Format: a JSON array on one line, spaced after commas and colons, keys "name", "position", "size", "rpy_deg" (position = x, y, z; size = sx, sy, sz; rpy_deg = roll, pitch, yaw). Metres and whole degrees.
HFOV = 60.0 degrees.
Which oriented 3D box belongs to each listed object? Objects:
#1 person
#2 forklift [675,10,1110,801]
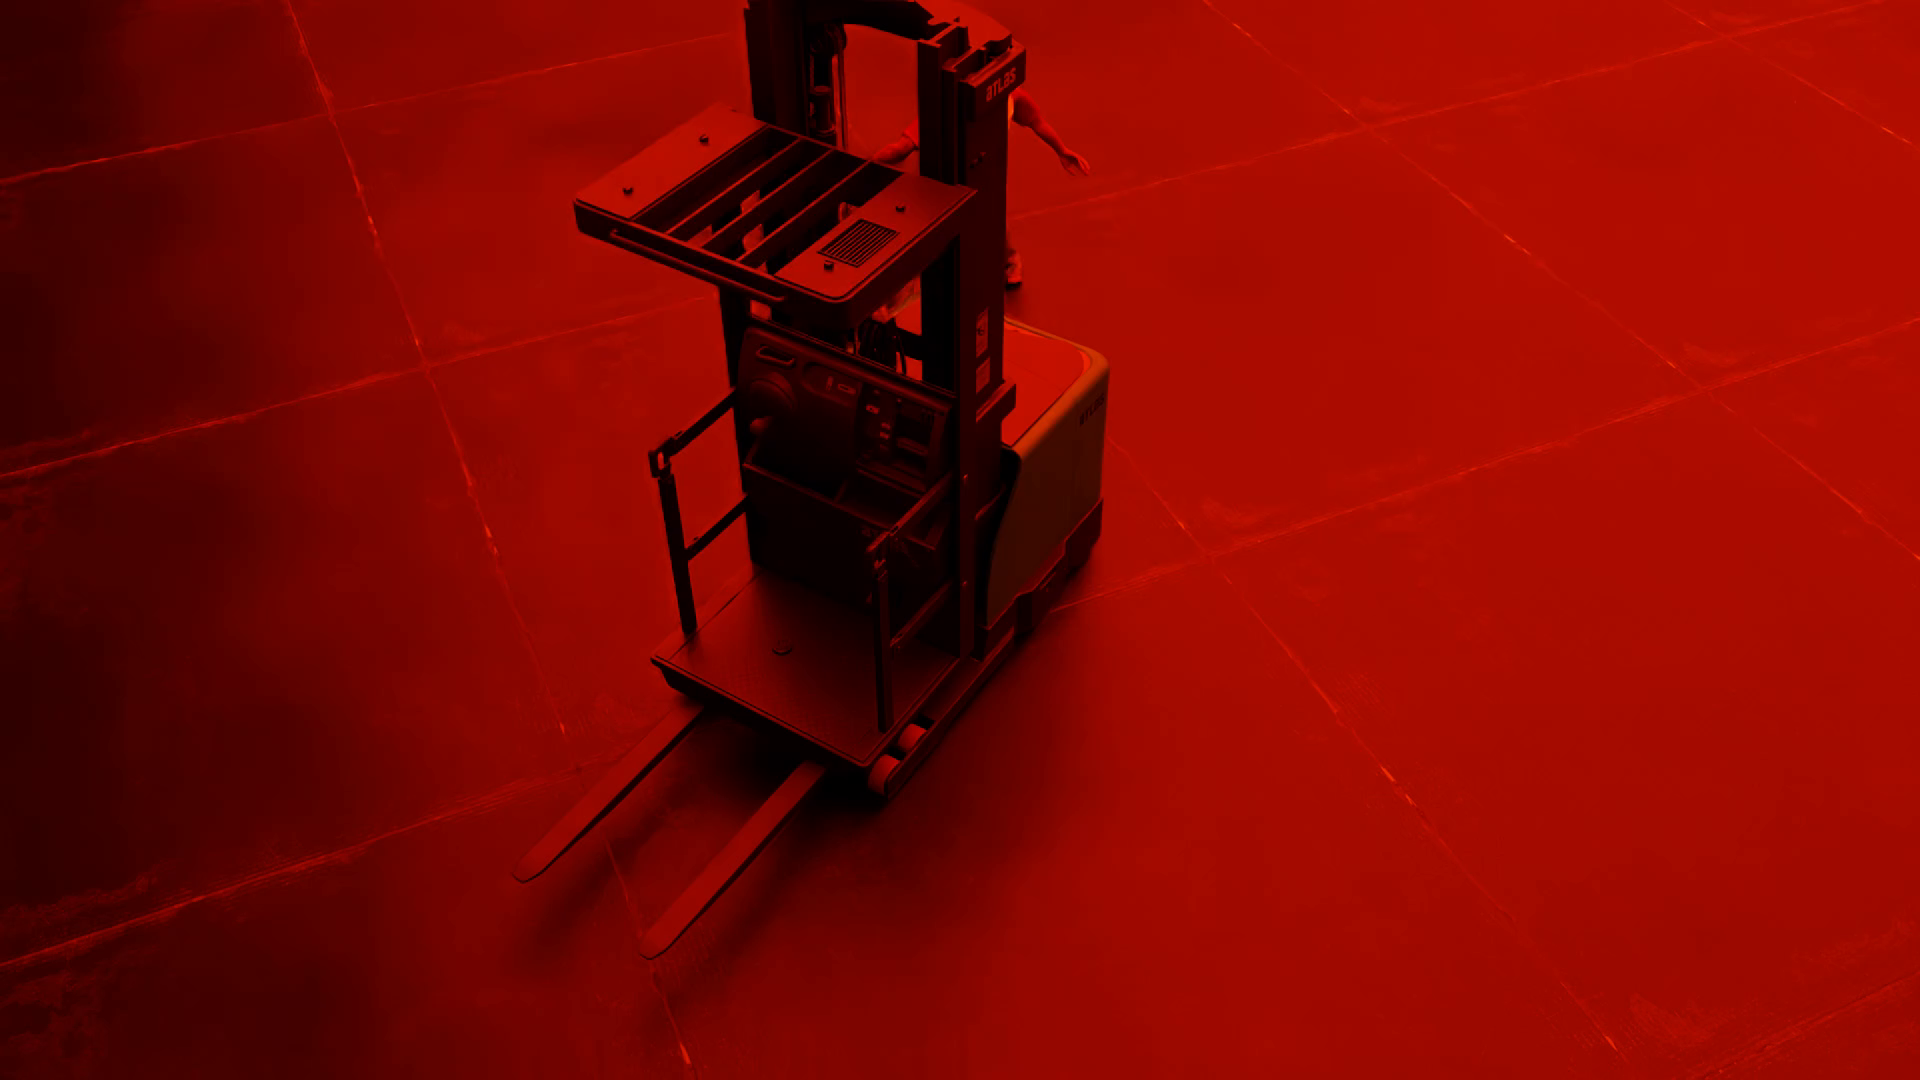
[{"name": "person", "position": [0.060, -1.864, 8.712], "size": [1.223, 1.686, 0.551], "rpy_deg": [-21, 47, -21]}, {"name": "forklift", "position": [-0.267, -0.690, 6.484], "size": [1.129, 2.843, 1.939], "rpy_deg": [24, 48, 23]}]
